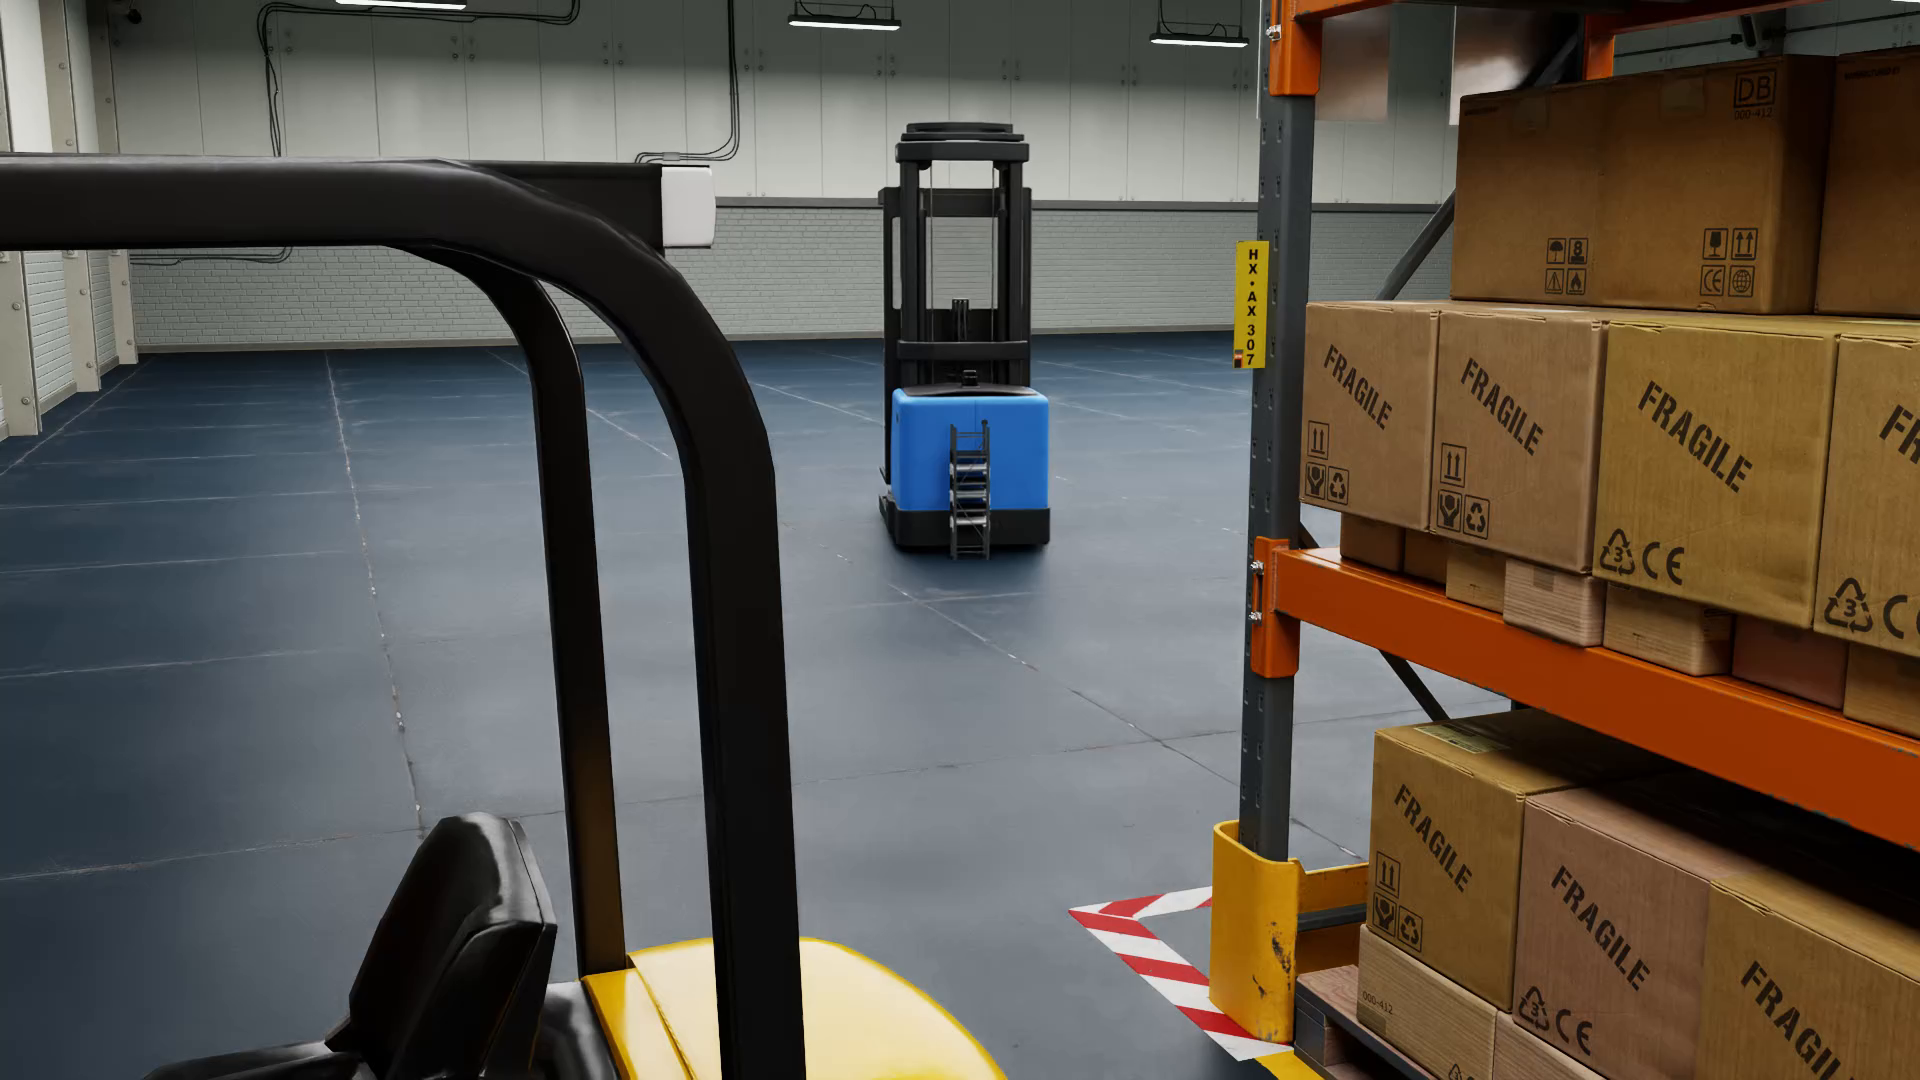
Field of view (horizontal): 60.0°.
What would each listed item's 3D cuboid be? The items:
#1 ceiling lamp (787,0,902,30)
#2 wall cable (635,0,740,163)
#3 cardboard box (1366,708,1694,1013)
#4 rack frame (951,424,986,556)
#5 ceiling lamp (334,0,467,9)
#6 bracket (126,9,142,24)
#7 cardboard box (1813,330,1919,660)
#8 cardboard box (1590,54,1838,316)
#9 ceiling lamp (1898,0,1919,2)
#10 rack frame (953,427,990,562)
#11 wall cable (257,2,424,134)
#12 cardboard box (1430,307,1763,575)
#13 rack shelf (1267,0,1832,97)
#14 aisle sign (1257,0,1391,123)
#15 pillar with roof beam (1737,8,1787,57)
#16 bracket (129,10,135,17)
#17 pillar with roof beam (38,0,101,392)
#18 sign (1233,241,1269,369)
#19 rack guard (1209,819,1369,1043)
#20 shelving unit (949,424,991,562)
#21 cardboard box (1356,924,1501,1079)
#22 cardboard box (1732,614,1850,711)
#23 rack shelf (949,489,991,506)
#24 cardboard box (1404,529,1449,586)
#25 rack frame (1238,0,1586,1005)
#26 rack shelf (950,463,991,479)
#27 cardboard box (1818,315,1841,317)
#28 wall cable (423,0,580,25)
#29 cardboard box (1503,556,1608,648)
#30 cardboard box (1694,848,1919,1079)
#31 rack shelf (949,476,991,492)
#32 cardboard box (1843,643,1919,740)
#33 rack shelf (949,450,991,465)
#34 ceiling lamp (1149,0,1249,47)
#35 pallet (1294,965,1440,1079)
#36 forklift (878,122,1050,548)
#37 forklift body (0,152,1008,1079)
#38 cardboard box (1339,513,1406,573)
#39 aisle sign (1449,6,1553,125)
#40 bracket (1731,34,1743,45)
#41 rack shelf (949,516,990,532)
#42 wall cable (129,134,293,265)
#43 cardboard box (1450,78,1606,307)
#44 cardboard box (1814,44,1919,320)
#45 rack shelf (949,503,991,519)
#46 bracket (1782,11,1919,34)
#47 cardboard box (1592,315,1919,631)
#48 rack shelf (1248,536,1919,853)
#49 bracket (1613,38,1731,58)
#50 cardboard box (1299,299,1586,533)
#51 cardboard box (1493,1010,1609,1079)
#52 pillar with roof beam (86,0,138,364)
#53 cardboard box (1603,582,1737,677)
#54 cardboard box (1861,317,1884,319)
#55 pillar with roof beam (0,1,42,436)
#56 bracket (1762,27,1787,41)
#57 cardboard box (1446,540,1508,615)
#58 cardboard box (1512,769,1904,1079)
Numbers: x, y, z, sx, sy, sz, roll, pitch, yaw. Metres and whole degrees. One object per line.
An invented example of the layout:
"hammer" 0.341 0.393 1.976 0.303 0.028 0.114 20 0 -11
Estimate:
"ceiling lamp" -2.109 -10.593 29.109 2.000 3.185 0.800 -4 11 -21
"wall cable" -5.805 -10.418 35.084 2.305 6.003 0.169 -4 11 -21
"cardboard box" 1.304 0.715 3.844 0.500 0.500 0.500 -4 11 -23
"rack frame" 0.056 -0.336 11.237 0.240 0.900 0.006 -1 10 -6
"ceiling lamp" -8.997 -10.124 26.472 2.000 3.185 0.800 -4 11 -21
"bracket" -15.502 -9.829 31.202 0.235 0.232 0.430 -4 11 -21
"cardboard box" 1.742 -0.066 2.593 0.500 0.500 0.500 -4 11 -22
"cardboard box" 1.825 -0.751 3.586 0.700 0.500 0.500 -4 11 -20
"ceiling lamp" 14.614 -10.040 25.883 2.000 3.144 0.800 -4 11 -21
"rack frame" 0.077 -0.300 11.038 0.240 0.900 0.006 -1 10 -6
"wall cable" -12.137 -9.274 32.805 3.097 2.526 0.112 -4 11 -21
"cardboard box" 1.364 -0.232 3.523 0.500 0.500 0.500 -4 11 -19
"rack shelf" 1.985 -1.012 2.531 1.077 0.370 4.000 -4 11 -21
"aisle sign" 0.949 -1.486 4.285 0.394 0.787 0.004 -4 11 -21
"pillar with roof beam" 12.697 -8.326 33.031 9.100 9.000 0.548 -4 11 -21
"bracket" -15.288 -9.732 30.660 0.076 0.066 3.189 -4 11 -21
"pillar with roof beam" -8.637 -6.873 24.865 9.100 9.000 0.400 -4 11 -21
"sign" 0.755 -0.607 4.297 0.100 0.325 0.005 -4 11 -21
"rack guard" 1.288 1.028 4.715 1.175 0.500 0.348 -4 11 -21
"shelving unit" 0.066 -0.318 11.137 0.258 0.900 0.210 -1 10 -6
"cardboard box" 1.295 1.081 3.931 0.500 0.250 0.500 -4 11 -21
"cardboard box" 1.642 0.189 3.008 0.380 0.149 0.250 -4 11 -19
"rack shelf" 0.066 -0.285 11.143 0.258 0.077 0.200 -1 10 -6
"cardboard box" 1.296 0.017 3.976 0.380 0.149 0.250 -4 11 -20
"rack frame" 1.261 -0.215 4.566 1.000 3.000 0.127 -4 11 -21
"rack shelf" 0.066 -0.462 11.112 0.258 0.077 0.200 -1 10 -6
"cardboard box" 1.891 -0.258 3.670 0.500 0.500 0.500 -4 11 -21
"wall cable" -9.253 -11.709 33.510 3.097 2.526 0.112 -4 11 -21
"cardboard box" 1.365 0.110 3.454 0.380 0.149 0.250 -4 11 -20
"cardboard box" 1.672 0.883 2.902 0.500 0.500 0.500 -4 11 -20
"rack shelf" 0.066 -0.374 11.127 0.258 0.077 0.200 -1 10 -6
"cardboard box" 1.710 0.234 2.755 0.380 0.149 0.250 -4 11 -22
"rack shelf" 0.066 -0.551 11.096 0.258 0.077 0.200 -1 10 -6
"ceiling lamp" 4.471 -11.041 31.628 2.000 3.185 0.800 -4 11 -21
"pallet" 1.549 1.305 3.982 1.003 0.211 1.213 -4 11 -21
"forklift" -0.045 -1.602 12.555 1.130 2.935 3.031 -1 10 -6
"forklift body" -0.977 0.712 1.777 2.313 2.155 1.214 -4 11 -21
"cardboard box" 1.191 -0.023 4.202 0.380 0.149 0.250 -4 11 -21
"aisle sign" 1.508 -1.524 4.499 0.394 0.787 0.004 -4 11 -21
"bracket" 16.229 -10.416 34.506 0.235 0.232 0.430 -4 11 -21
"rack shelf" 0.066 -0.108 11.175 0.258 0.077 0.200 -1 10 -6
"wall cable" -14.659 -6.615 32.282 3.097 2.526 0.112 -4 11 -21
"cardboard box" 1.649 -0.834 4.053 0.700 0.500 0.500 -4 11 -22
"cardboard box" 2.106 -0.674 3.154 0.700 0.500 0.500 -4 11 -22
"rack shelf" 0.066 -0.196 11.159 0.258 0.077 0.200 -1 10 -6
"bracket" 17.463 -9.860 31.380 0.076 0.066 4.783 -4 11 -21
"cardboard box" 1.550 -0.149 3.056 0.500 0.500 0.500 -4 11 -22
"rack shelf" 1.985 0.465 2.794 1.077 0.370 4.000 -4 11 -21
"bracket" 15.289 -10.840 36.886 0.076 0.066 4.783 -4 11 -21
"cardboard box" 1.174 -0.316 3.998 0.500 0.500 0.500 -4 11 -22
"cardboard box" 1.473 1.165 3.460 0.500 0.250 0.500 -3 11 -19
"pillar with roof beam" -10.811 -7.853 30.371 9.100 9.000 0.548 -4 11 -21
"cardboard box" 1.490 0.150 3.229 0.380 0.149 0.250 -4 11 -19
"cardboard box" 2.069 -0.176 3.210 0.500 0.500 0.500 -4 11 -21
"pillar with roof beam" -6.463 -5.894 19.359 9.100 9.000 0.400 -4 11 -21
"bracket" 16.529 -10.281 33.745 0.235 0.232 0.430 -4 11 -21
"cardboard box" 1.316 0.066 3.703 0.380 0.149 0.250 -4 11 -23
"cardboard box" 1.498 0.801 3.366 0.500 0.500 0.500 -4 11 -23
